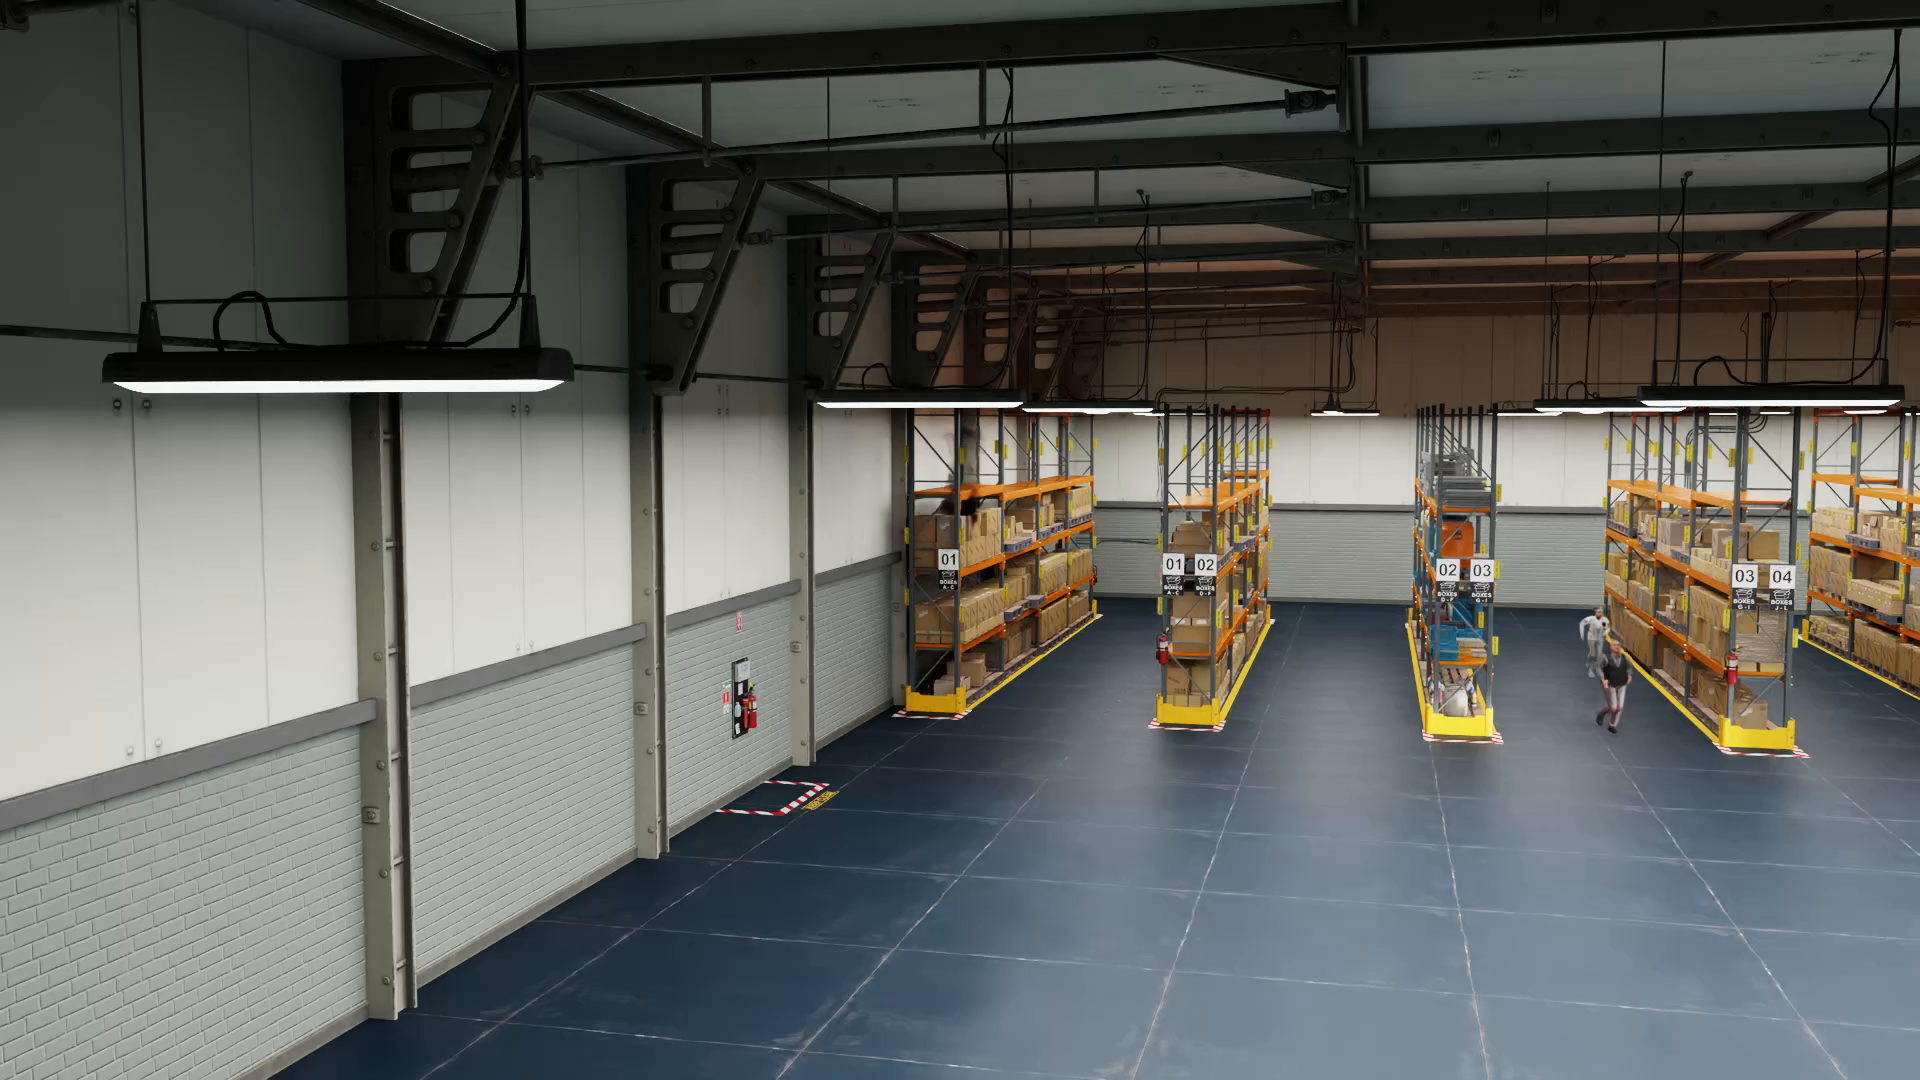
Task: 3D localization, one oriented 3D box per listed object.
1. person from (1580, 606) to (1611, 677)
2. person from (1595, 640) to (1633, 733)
[{"bbox_3d":[14.089,2.248,36.848,0.605,1.615,0.666,0,4,2],"label":"person"},{"bbox_3d":[11.976,2.676,30.406,0.656,1.692,0.626,0,4,-1],"label":"person"}]
